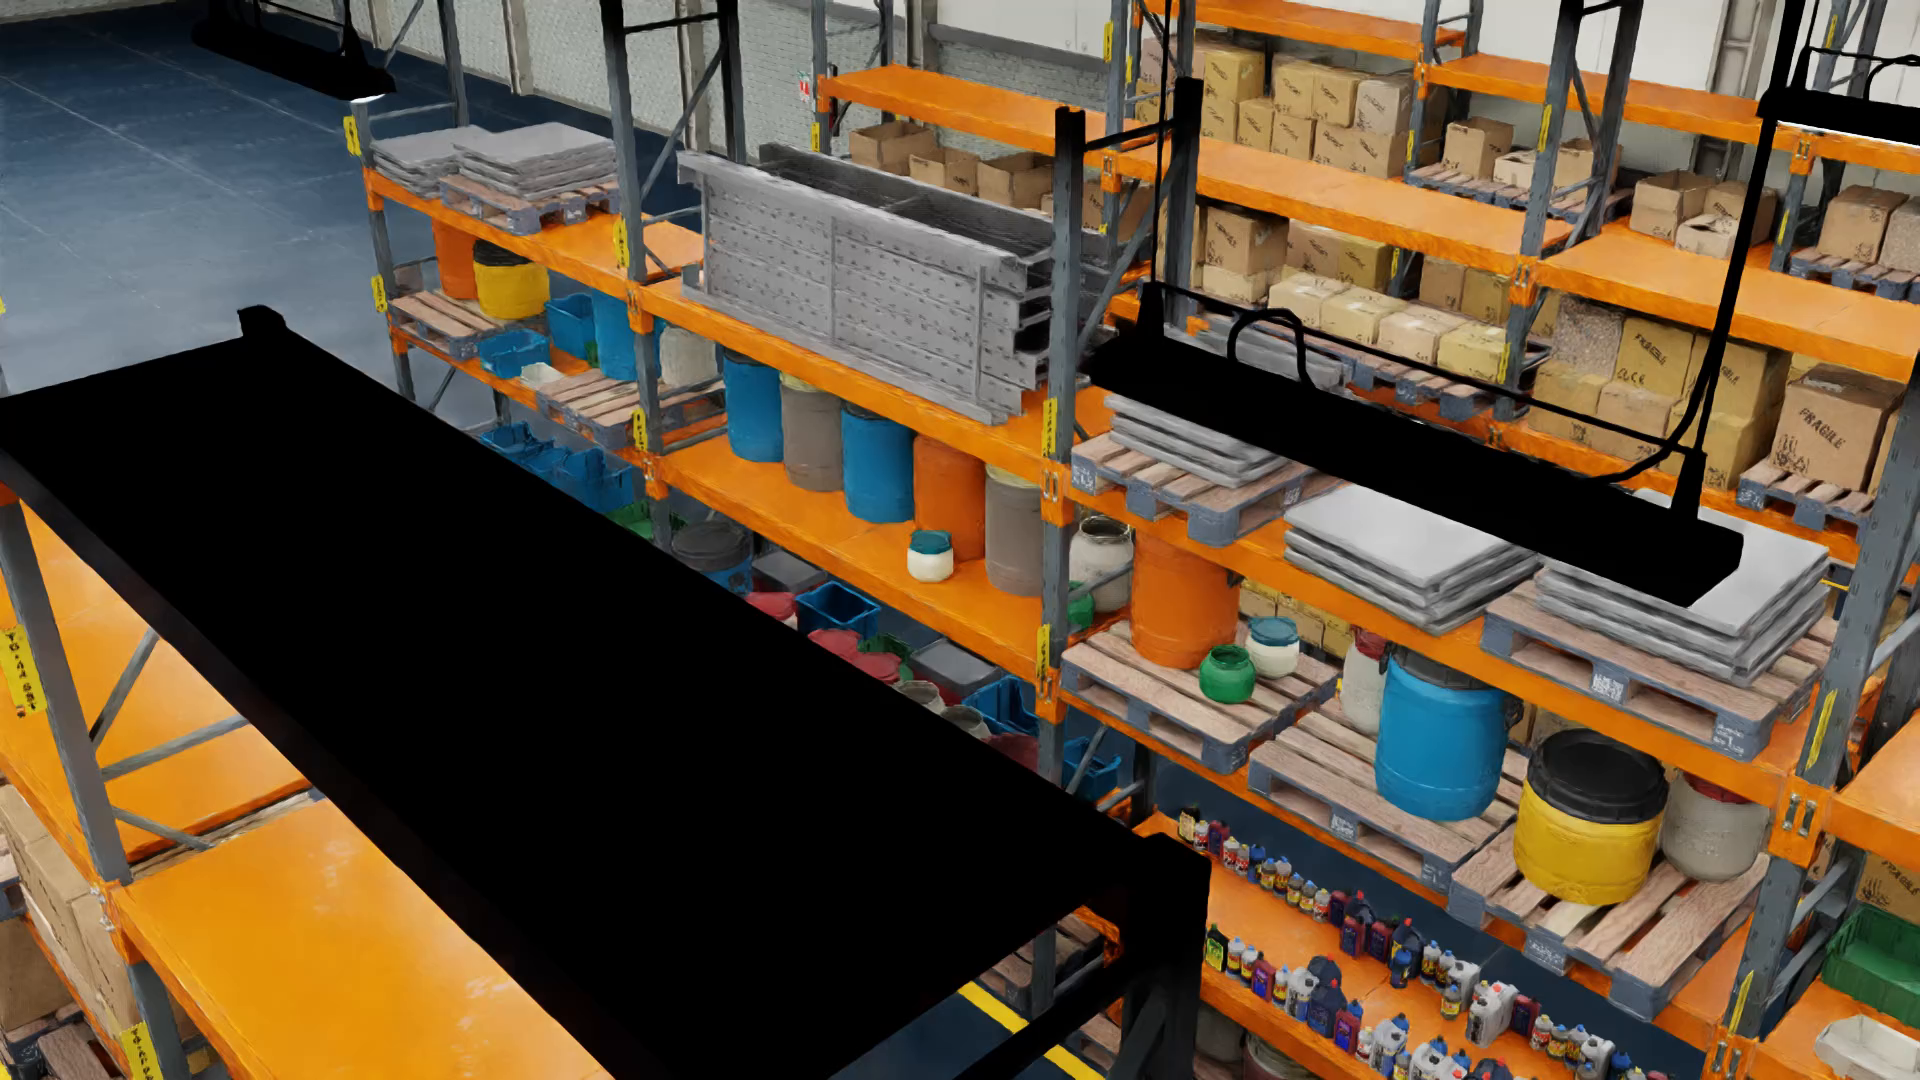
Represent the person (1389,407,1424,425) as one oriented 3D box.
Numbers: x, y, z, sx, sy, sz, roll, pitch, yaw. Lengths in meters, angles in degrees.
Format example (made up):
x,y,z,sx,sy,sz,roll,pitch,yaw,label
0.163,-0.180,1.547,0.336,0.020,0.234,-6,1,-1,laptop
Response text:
x,y,z,sx,sy,sz,roll,pitch,yaw,label
4.373,-0.651,16.373,0.479,1.583,1.090,-23,36,-36,person
